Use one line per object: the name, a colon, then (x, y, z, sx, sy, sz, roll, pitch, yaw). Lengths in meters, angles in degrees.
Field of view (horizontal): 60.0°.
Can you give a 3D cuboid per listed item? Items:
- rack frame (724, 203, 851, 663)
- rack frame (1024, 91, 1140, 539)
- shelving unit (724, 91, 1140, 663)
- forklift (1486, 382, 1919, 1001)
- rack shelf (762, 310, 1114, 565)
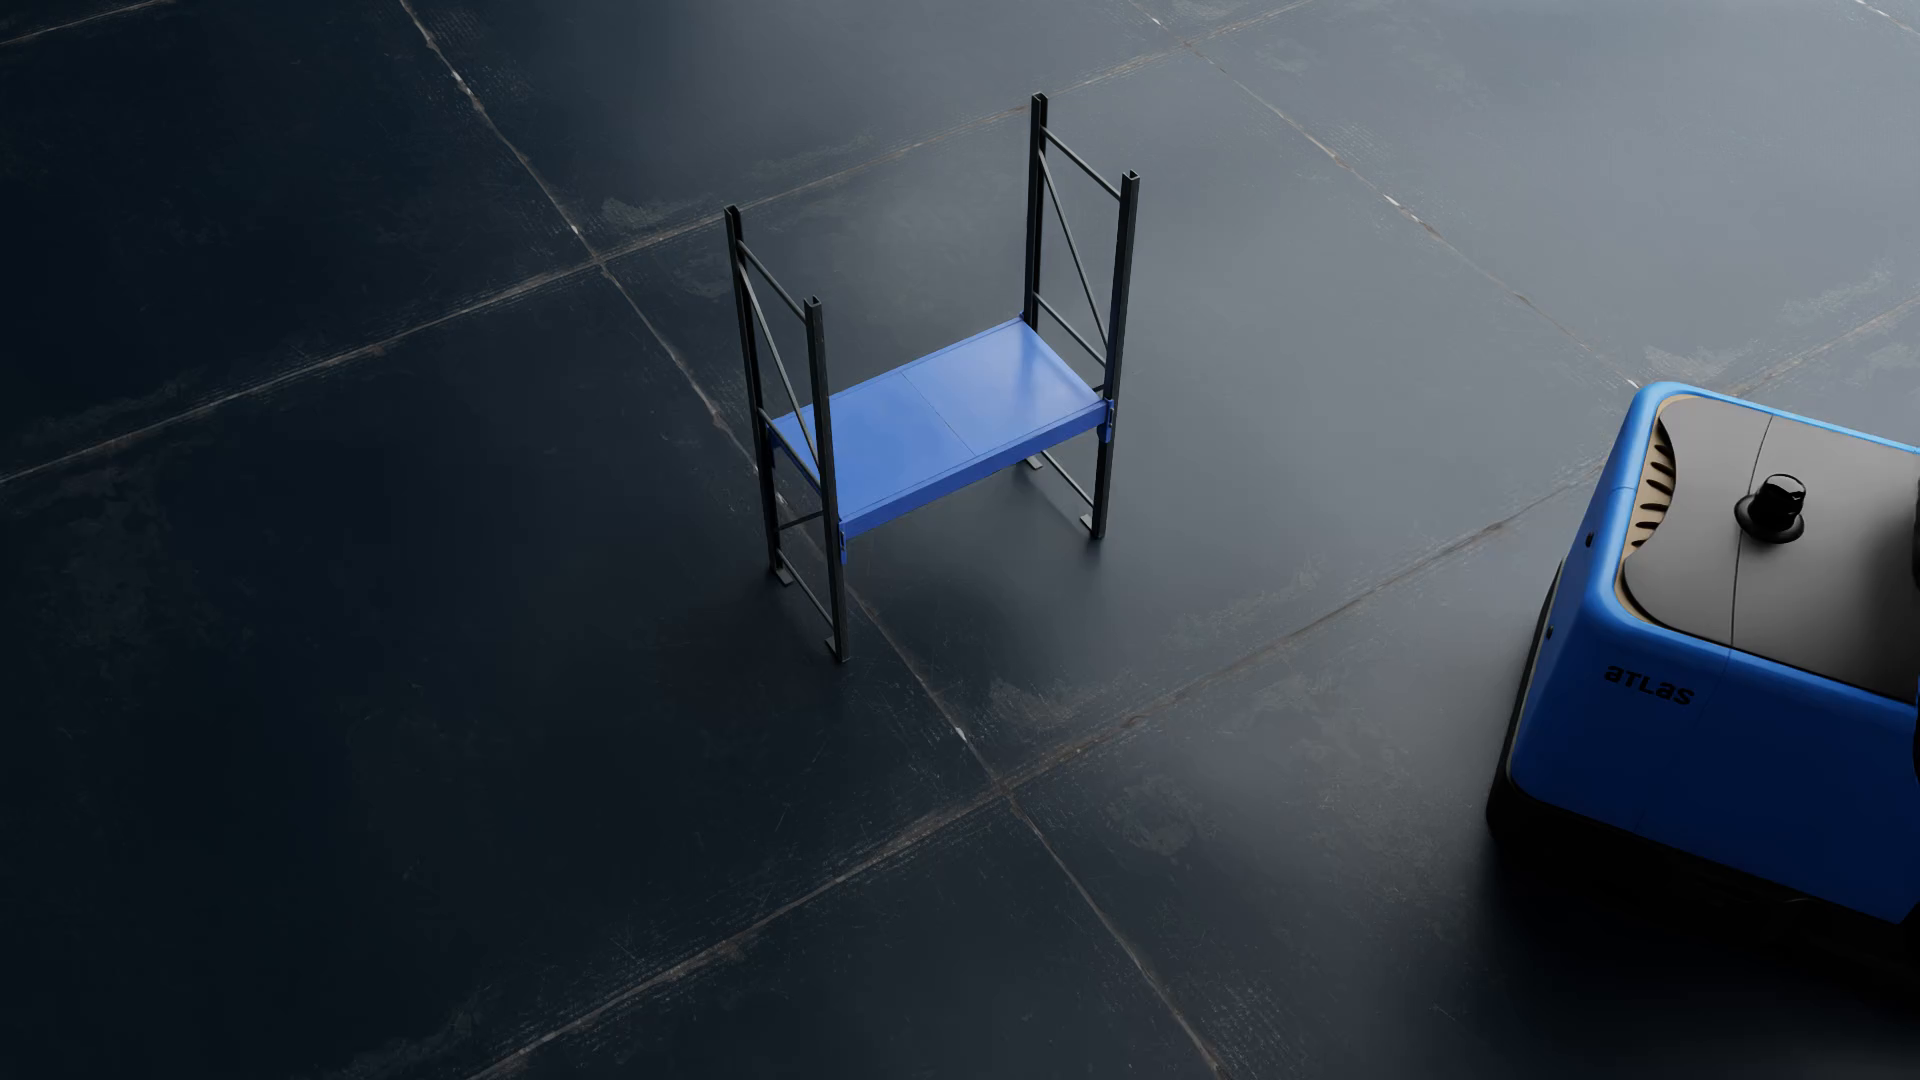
rack frame: (-0.502, -0.262, 4.979, 0.032, 1.500, 0.500, -25, 53, -21)
rack frame: (0.358, -0.667, 5.340, 0.032, 1.500, 0.500, -25, 53, -21)
shelving unit: (-0.072, -0.465, 5.160, 1.048, 1.500, 0.538, -25, 53, -21)
forklift: (3.118, 0.047, 3.745, 3.031, 2.935, 1.130, 19, 51, 16)
rack shelf: (-0.072, -0.345, 5.294, 1.000, 0.185, 0.538, -25, 53, -21)
